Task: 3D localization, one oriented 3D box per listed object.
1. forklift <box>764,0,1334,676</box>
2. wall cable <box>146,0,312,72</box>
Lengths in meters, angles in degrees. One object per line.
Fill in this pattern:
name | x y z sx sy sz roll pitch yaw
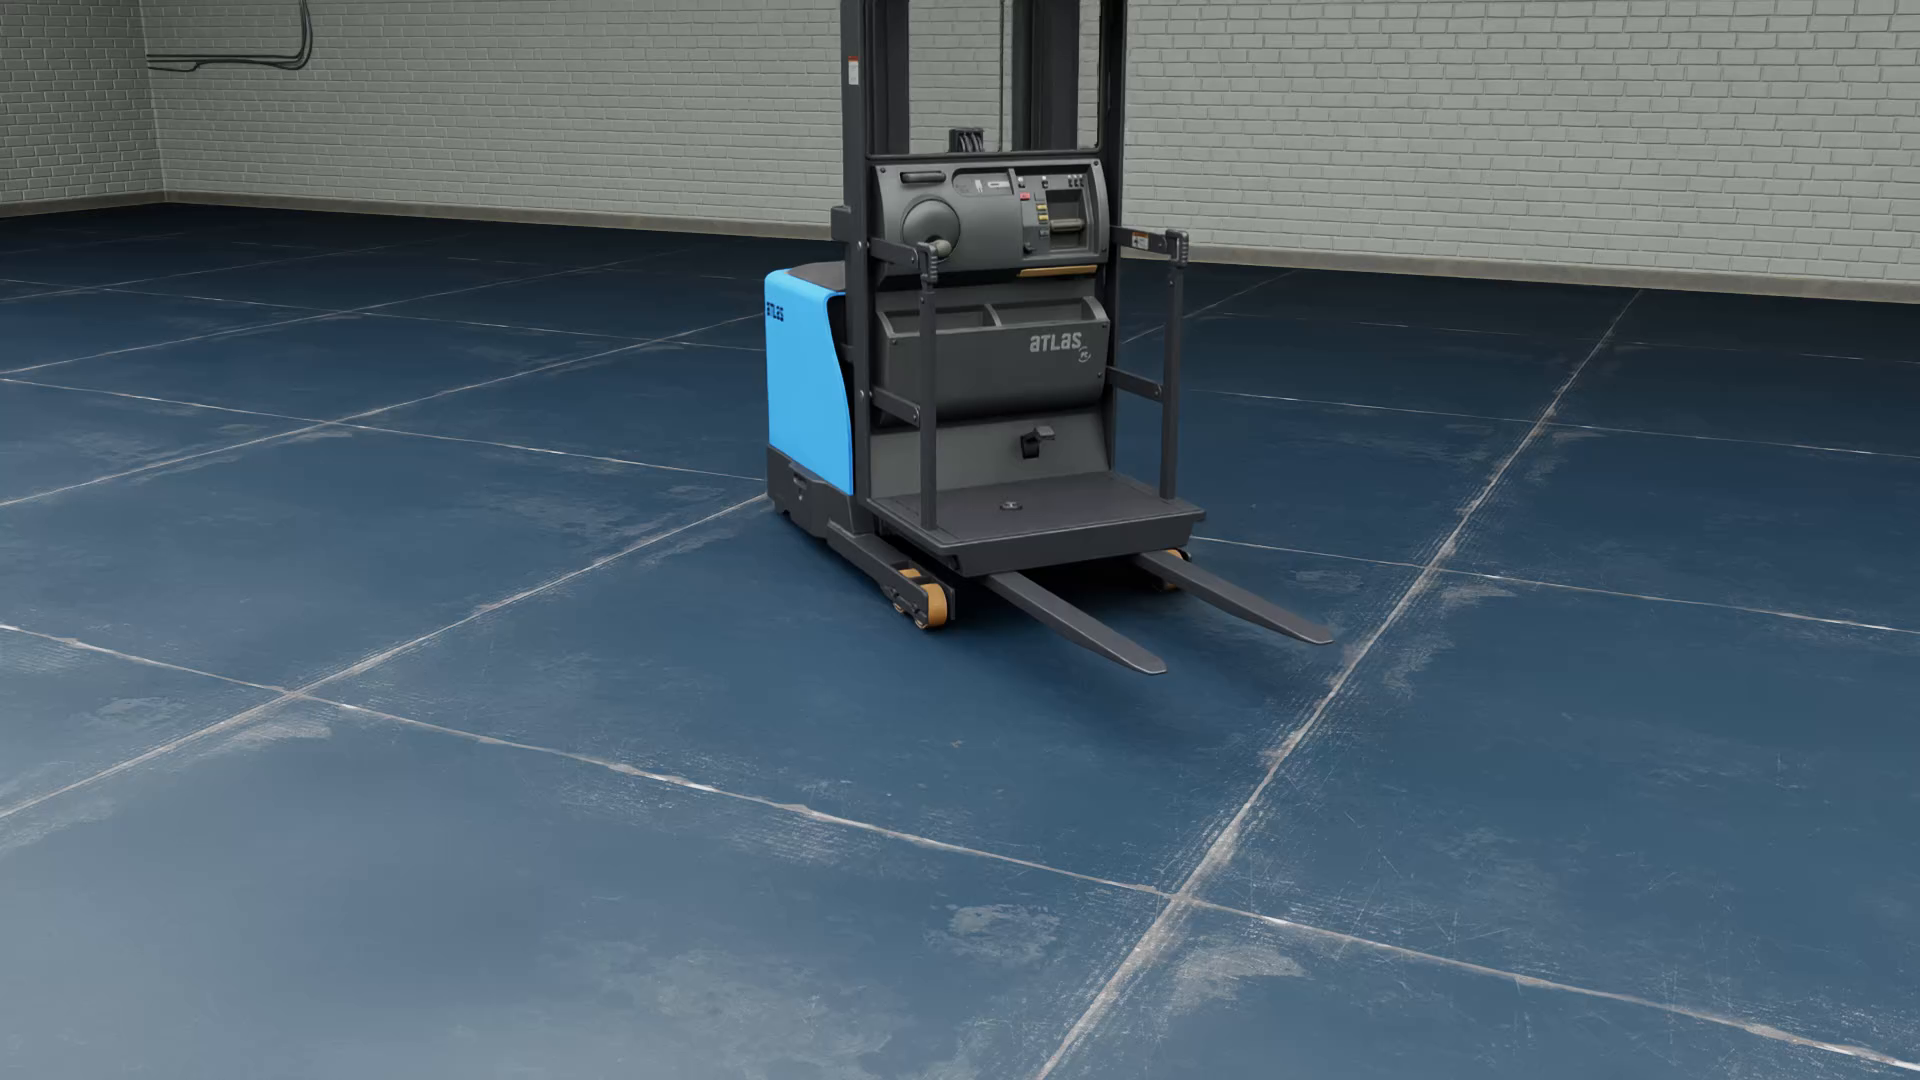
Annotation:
forklift | 0.223 -1.226 6.005 1.130 2.935 3.031 -8 18 -24
wall cable | -9.333 -7.154 20.759 3.097 2.526 0.112 8 18 25
